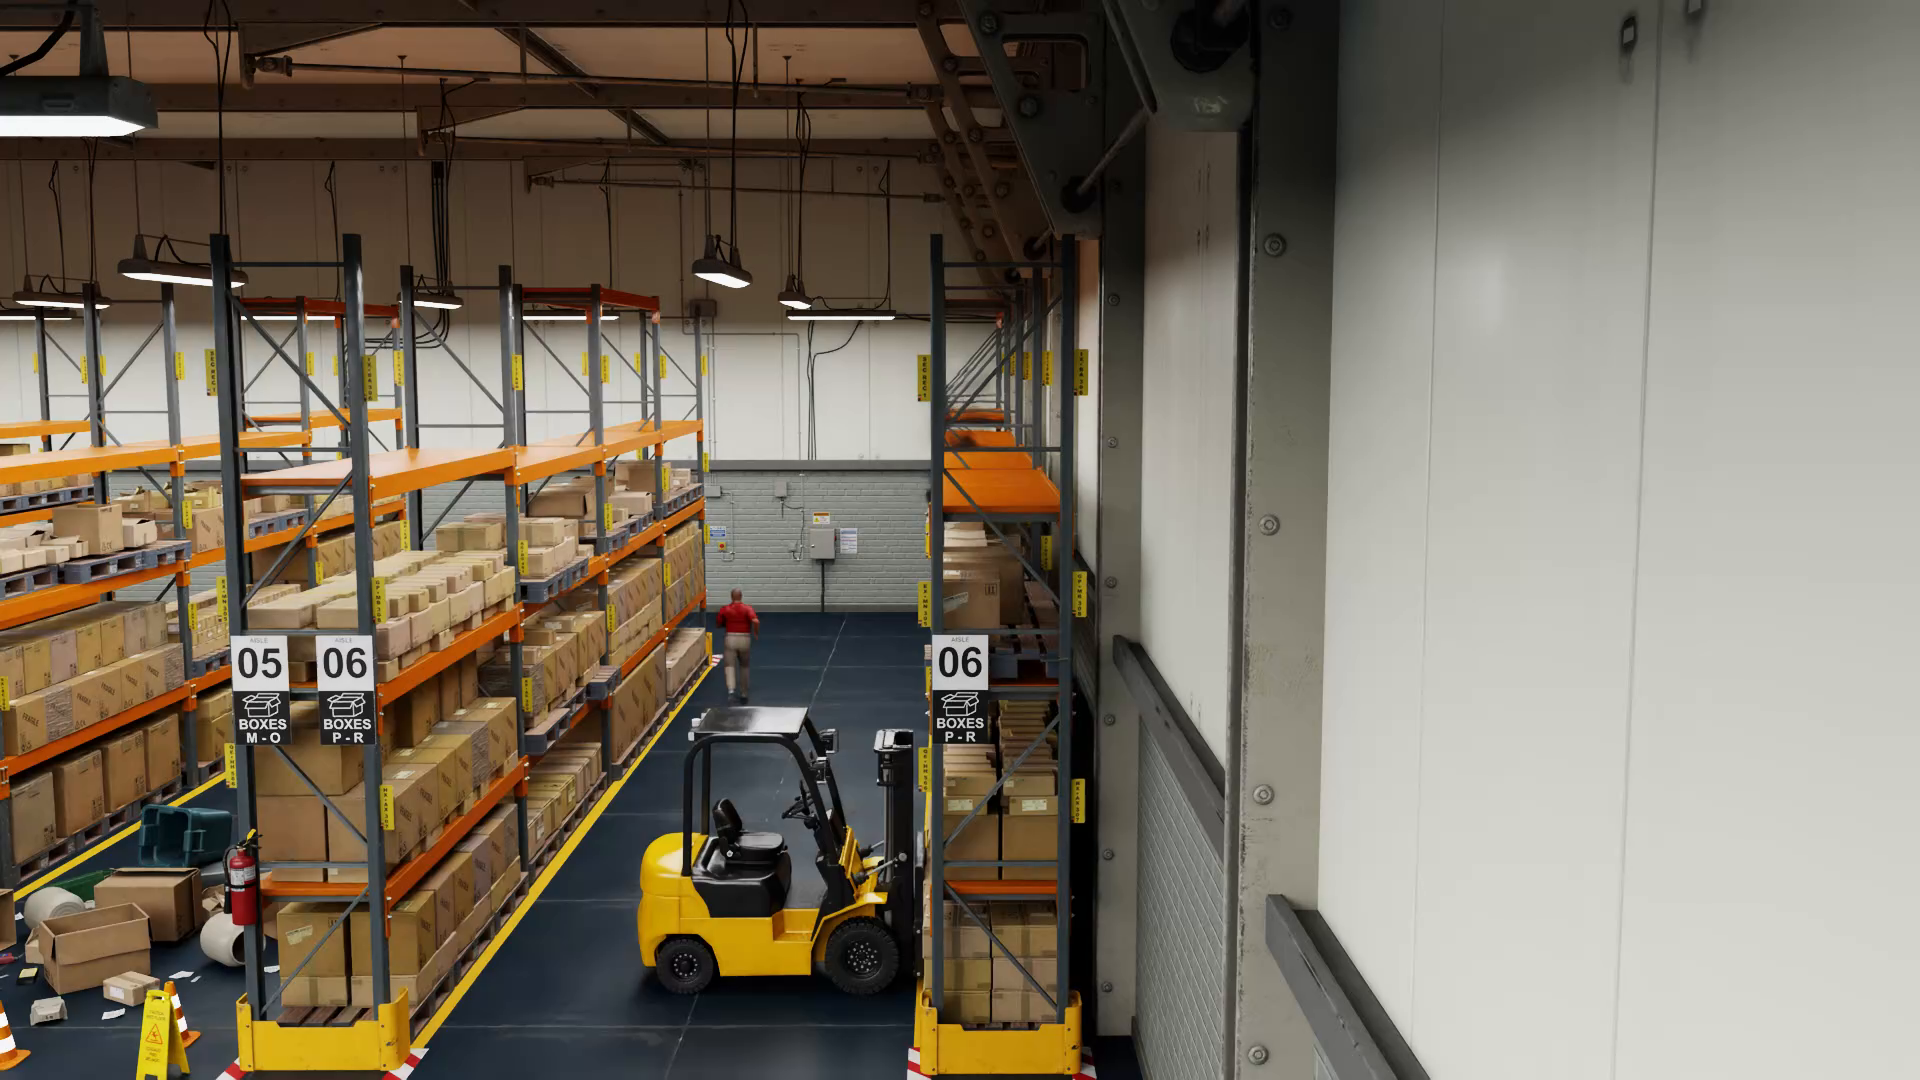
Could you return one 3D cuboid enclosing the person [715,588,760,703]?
[{"bbox_3d":[-3.306,1.561,24.714,0.662,1.716,0.987,-1,6,-7],"label":"person"}]
